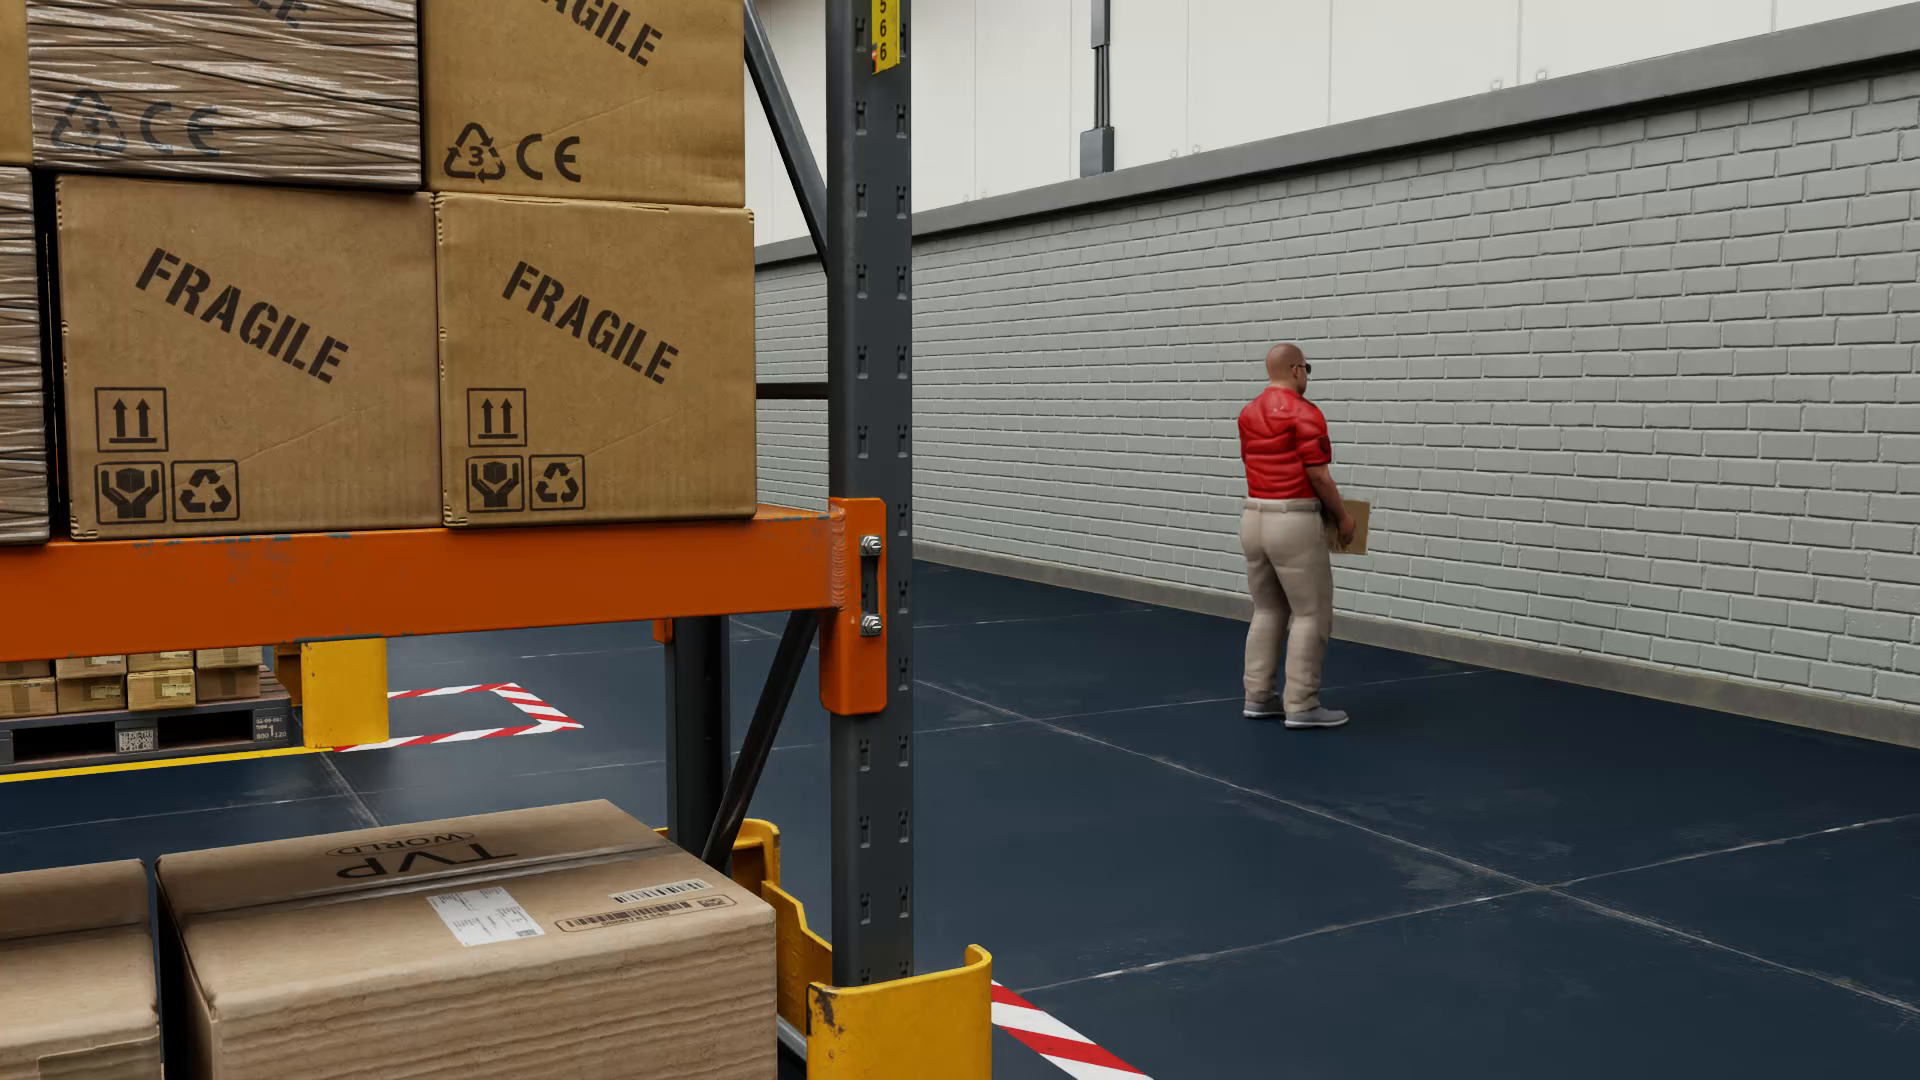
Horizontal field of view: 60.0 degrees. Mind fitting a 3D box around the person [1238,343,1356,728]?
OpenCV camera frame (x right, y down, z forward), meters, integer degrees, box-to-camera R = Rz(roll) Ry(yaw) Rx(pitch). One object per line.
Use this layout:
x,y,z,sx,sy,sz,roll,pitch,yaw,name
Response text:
1.546,-0.030,7.642,0.483,1.733,0.530,-3,6,-29,person
